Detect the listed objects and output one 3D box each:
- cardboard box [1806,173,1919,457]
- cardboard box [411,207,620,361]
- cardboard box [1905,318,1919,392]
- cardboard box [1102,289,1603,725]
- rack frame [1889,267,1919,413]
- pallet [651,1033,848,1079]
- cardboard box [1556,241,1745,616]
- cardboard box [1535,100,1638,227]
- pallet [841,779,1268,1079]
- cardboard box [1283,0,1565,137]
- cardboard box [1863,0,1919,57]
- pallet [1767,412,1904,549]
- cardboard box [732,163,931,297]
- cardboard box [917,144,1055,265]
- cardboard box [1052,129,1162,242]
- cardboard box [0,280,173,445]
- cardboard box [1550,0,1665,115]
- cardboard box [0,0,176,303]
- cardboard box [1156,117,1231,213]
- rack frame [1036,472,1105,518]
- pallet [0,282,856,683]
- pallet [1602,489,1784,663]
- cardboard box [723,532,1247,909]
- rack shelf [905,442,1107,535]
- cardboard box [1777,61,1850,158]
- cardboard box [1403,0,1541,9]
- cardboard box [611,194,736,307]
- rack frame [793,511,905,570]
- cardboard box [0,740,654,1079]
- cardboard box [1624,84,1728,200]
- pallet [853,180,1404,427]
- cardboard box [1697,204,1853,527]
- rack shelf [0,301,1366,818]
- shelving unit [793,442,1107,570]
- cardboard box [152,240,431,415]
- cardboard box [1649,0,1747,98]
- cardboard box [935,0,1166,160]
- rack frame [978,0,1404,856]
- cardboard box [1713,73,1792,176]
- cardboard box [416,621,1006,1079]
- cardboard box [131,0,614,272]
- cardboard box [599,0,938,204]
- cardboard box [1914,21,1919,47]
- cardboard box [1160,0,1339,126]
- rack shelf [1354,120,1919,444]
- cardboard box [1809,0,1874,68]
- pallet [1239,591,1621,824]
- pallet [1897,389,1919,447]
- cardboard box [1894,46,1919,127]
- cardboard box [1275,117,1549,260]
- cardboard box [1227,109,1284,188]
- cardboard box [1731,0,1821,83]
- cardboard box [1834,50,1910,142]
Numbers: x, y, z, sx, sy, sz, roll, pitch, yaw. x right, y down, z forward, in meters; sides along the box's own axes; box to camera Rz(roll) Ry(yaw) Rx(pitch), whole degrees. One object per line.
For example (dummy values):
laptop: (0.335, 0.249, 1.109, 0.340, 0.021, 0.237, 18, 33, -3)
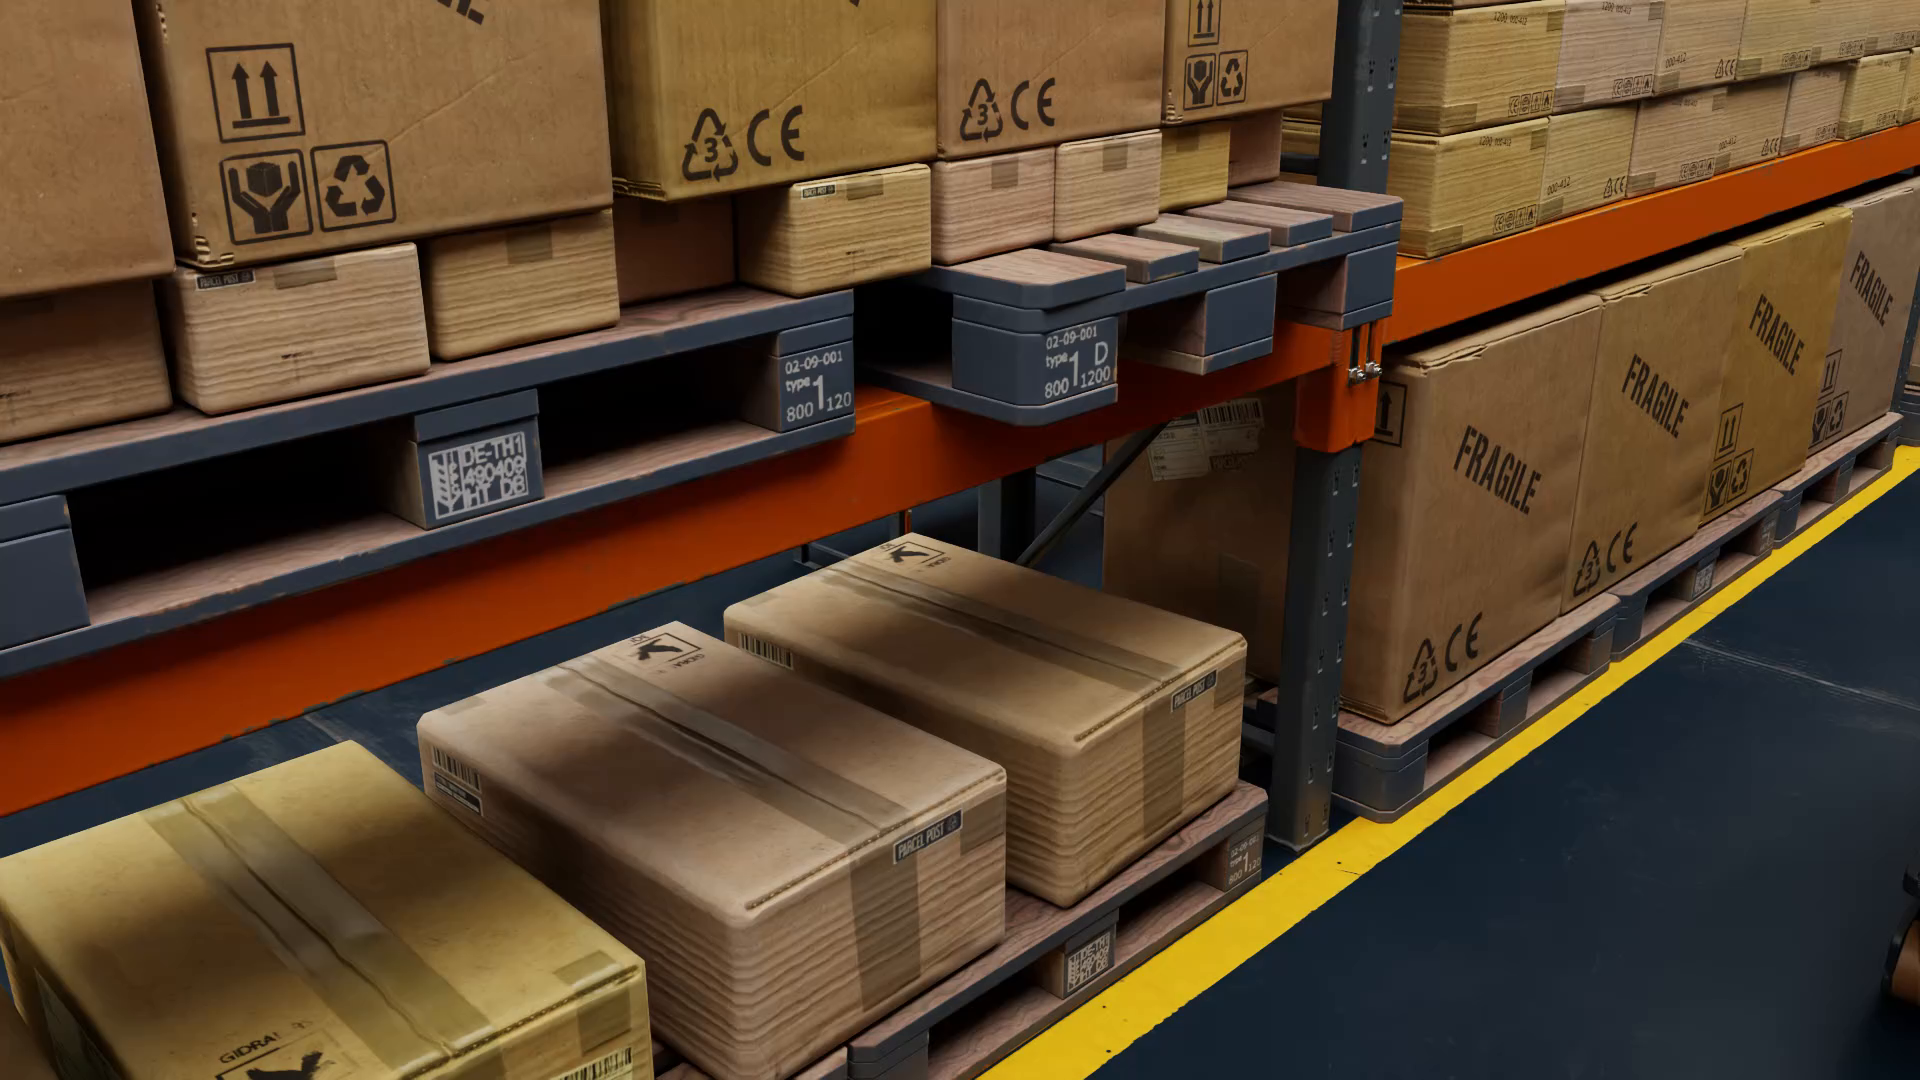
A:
cardboard box: (2.859, -0.885, 6.072, 0.875, 0.875, 0.875, -19, 28, -40)
cardboard box: (-0.641, -0.349, 2.067, 0.380, 0.149, 0.250, 18, 27, 39)
cardboard box: (3.749, -0.994, 6.967, 0.875, 0.438, 0.875, 19, 28, 40)
cardboard box: (0.985, -0.193, 4.271, 0.875, 0.875, 0.875, 19, 28, 40)
rack frame: (3.234, -1.860, 6.232, 1.000, 3.000, 0.127, 19, 28, 41)
pallet: (-0.954, 0.983, 2.724, 1.003, 0.211, 1.213, 19, 28, 41)
cardboard box: (1.610, -0.421, 4.865, 0.875, 0.875, 0.875, 20, 29, 41)
cardboard box: (1.311, -0.961, 4.103, 0.500, 0.250, 0.500, 18, 28, 39)
pallet: (-0.103, 0.670, 3.536, 1.003, 0.211, 1.213, 19, 28, 41)
cardboard box: (0.974, -1.063, 3.673, 0.500, 0.250, 0.500, 19, 28, 40)
cardboard box: (2.757, -1.719, 5.377, 0.500, 0.250, 0.500, -19, 28, -41)
pallet: (2.750, -0.341, 6.168, 1.003, 0.211, 1.213, 19, 28, 41)
cardboard box: (-0.259, -0.467, 2.374, 0.250, 0.149, 0.380, -20, 28, -41)
cardboard box: (-0.077, -0.542, 2.567, 0.380, 0.149, 0.250, 18, 27, 38)
cardboard box: (0.105, -0.604, 2.731, 0.380, 0.149, 0.250, 19, 28, 40)
cardboard box: (-1.028, -0.218, 1.725, 0.380, 0.149, 0.250, 20, 28, 41)
cardboard box: (1.335, -1.196, 4.018, 0.500, 0.250, 0.500, -19, 28, -41)
cardboard box: (-1.111, -0.486, 1.519, 0.500, 0.500, 0.500, 19, 28, 40)
cardboard box: (0.248, -0.680, 2.928, 0.250, 0.149, 0.380, -20, 28, -41)
rack frame: (0.359, -0.657, 5.717, 0.500, 1.125, 0.032, 19, 28, 41)
pallet: (-0.908, -0.223, 2.241, 1.003, 0.211, 1.213, 19, 28, 41)
pallet: (1.899, -0.026, 5.348, 1.003, 0.211, 1.213, 19, 28, 41)
cardboard box: (0.042, 0.342, 3.582, 0.950, 0.372, 0.625, 17, 27, 37)
rack shelf: (0.005, -0.299, 5.465, 0.538, 0.278, 1.000, 19, 28, 41)
cardboard box: (2.380, -1.356, 5.130, 0.500, 0.250, 0.500, 18, 28, 39)
cardboard box: (0.963, -1.411, 3.531, 0.500, 0.500, 0.500, 18, 27, 39)
cardboard box: (-0.524, -0.434, 2.288, 0.380, 0.149, 0.250, 20, 28, 41)
rack frame: (-0.350, -0.396, 5.037, 0.500, 1.125, 0.032, 19, 28, 41)
cardboard box: (-1.000, 0.727, 2.580, 0.625, 0.372, 0.950, -19, 28, -40)
cardboard box: (1.681, -1.094, 4.450, 0.500, 0.250, 0.500, -19, 28, -40)
pallet: (0.023, -0.532, 3.046, 1.213, 0.211, 1.003, 19, 28, 41)
cardboard box: (2.234, -0.651, 5.462, 0.875, 0.875, 0.875, -19, 28, -40)
rack shelf: (-0.952, 0.018, 2.349, 1.077, 0.370, 4.000, 19, 28, 41)
shelving unit: (0.005, -0.527, 5.377, 0.538, 1.125, 1.048, 19, 28, 41)
cardboard box: (-0.806, -0.273, 1.869, 0.250, 0.149, 0.380, -19, 28, -40)
cardboard box: (1.692, -1.321, 4.343, 0.500, 0.250, 0.500, 19, 28, 40)
cardboard box: (-0.027, -0.891, 2.573, 0.500, 0.500, 0.500, 19, 28, 40)
rack frame: (0.444, -0.832, 3.557, 1.000, 3.000, 0.127, 19, 28, 41)
cardboard box: (2.023, -1.222, 4.782, 0.500, 0.250, 0.500, 19, 28, 41)
cardboard box: (-0.467, 0.533, 3.083, 0.950, 0.372, 0.625, 19, 28, 40)
cardboard box: (-0.760, -0.621, 1.870, 0.500, 0.500, 0.500, 18, 27, 39)
cardboard box: (-0.378, -0.761, 2.234, 0.500, 0.500, 0.500, 17, 27, 37)
cardboard box: (3.101, -1.849, 5.717, 0.500, 0.250, 0.500, 19, 28, 41)
cardboard box: (0.326, -1.027, 2.926, 0.500, 0.500, 0.500, 18, 28, 39)
rack shelf: (1.839, -1.010, 5.024, 1.077, 0.370, 4.000, 19, 28, 41)
cardboard box: (2.400, -1.584, 5.027, 0.500, 0.250, 0.500, -19, 28, -41)
pallet: (1.048, 0.286, 4.536, 1.003, 0.211, 1.213, 19, 28, 41)
pallet: (3.821, -0.734, 7.190, 1.003, 0.211, 1.213, 19, 28, 41)
cardboard box: (3.102, -1.611, 5.795, 0.500, 0.250, 0.500, 18, 28, 39)
cardboard box: (0.965, -0.824, 3.748, 0.500, 0.250, 0.500, 19, 28, 40)
cardboard box: (0.383, -0.767, 3.155, 0.250, 0.149, 0.380, -19, 28, -40)
cardboard box: (2.055, -1.448, 4.673, 0.500, 0.250, 0.500, -20, 28, -41)
cardboard box: (2.746, -1.481, 5.455, 0.500, 0.250, 0.500, 19, 28, 40)
